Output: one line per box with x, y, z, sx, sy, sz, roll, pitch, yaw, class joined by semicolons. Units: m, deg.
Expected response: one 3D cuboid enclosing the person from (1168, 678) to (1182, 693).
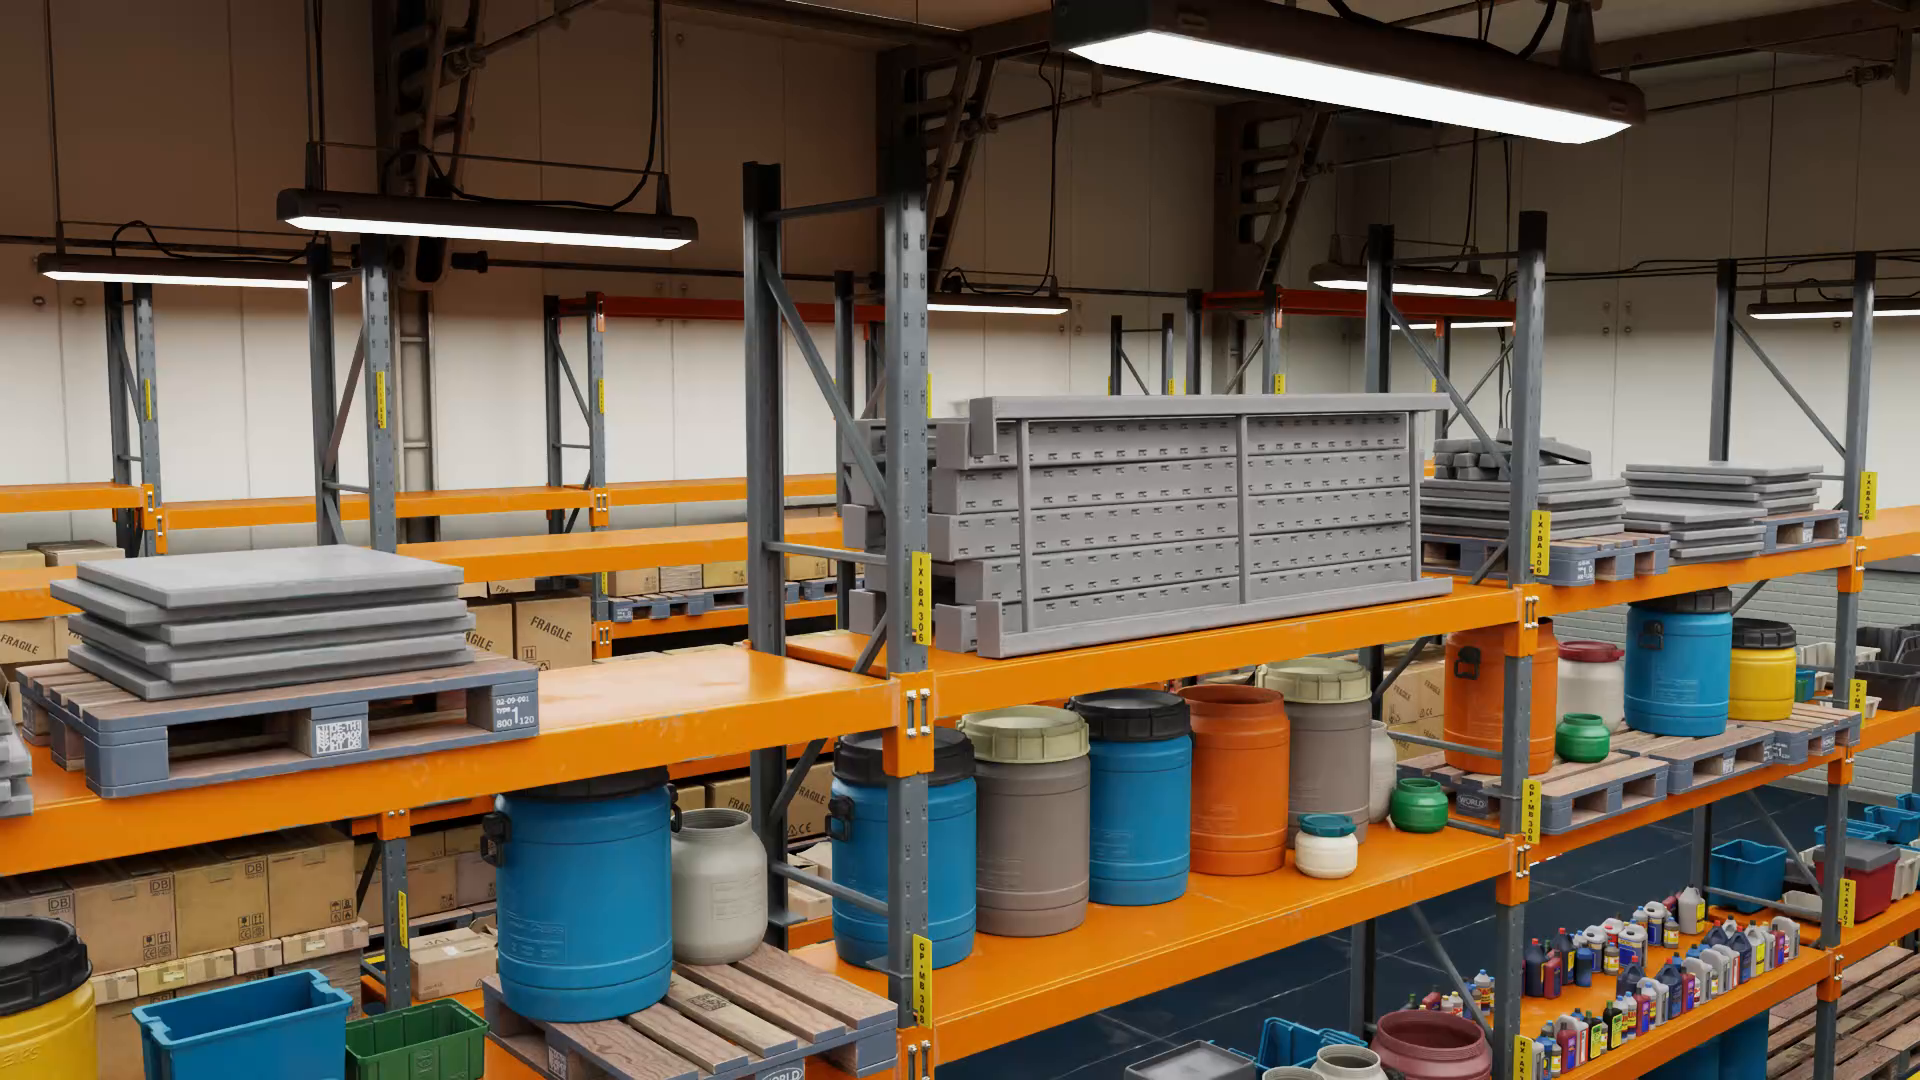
2.650;2.395;19.840;0.590;1.773;0.790;4;7;33;person
